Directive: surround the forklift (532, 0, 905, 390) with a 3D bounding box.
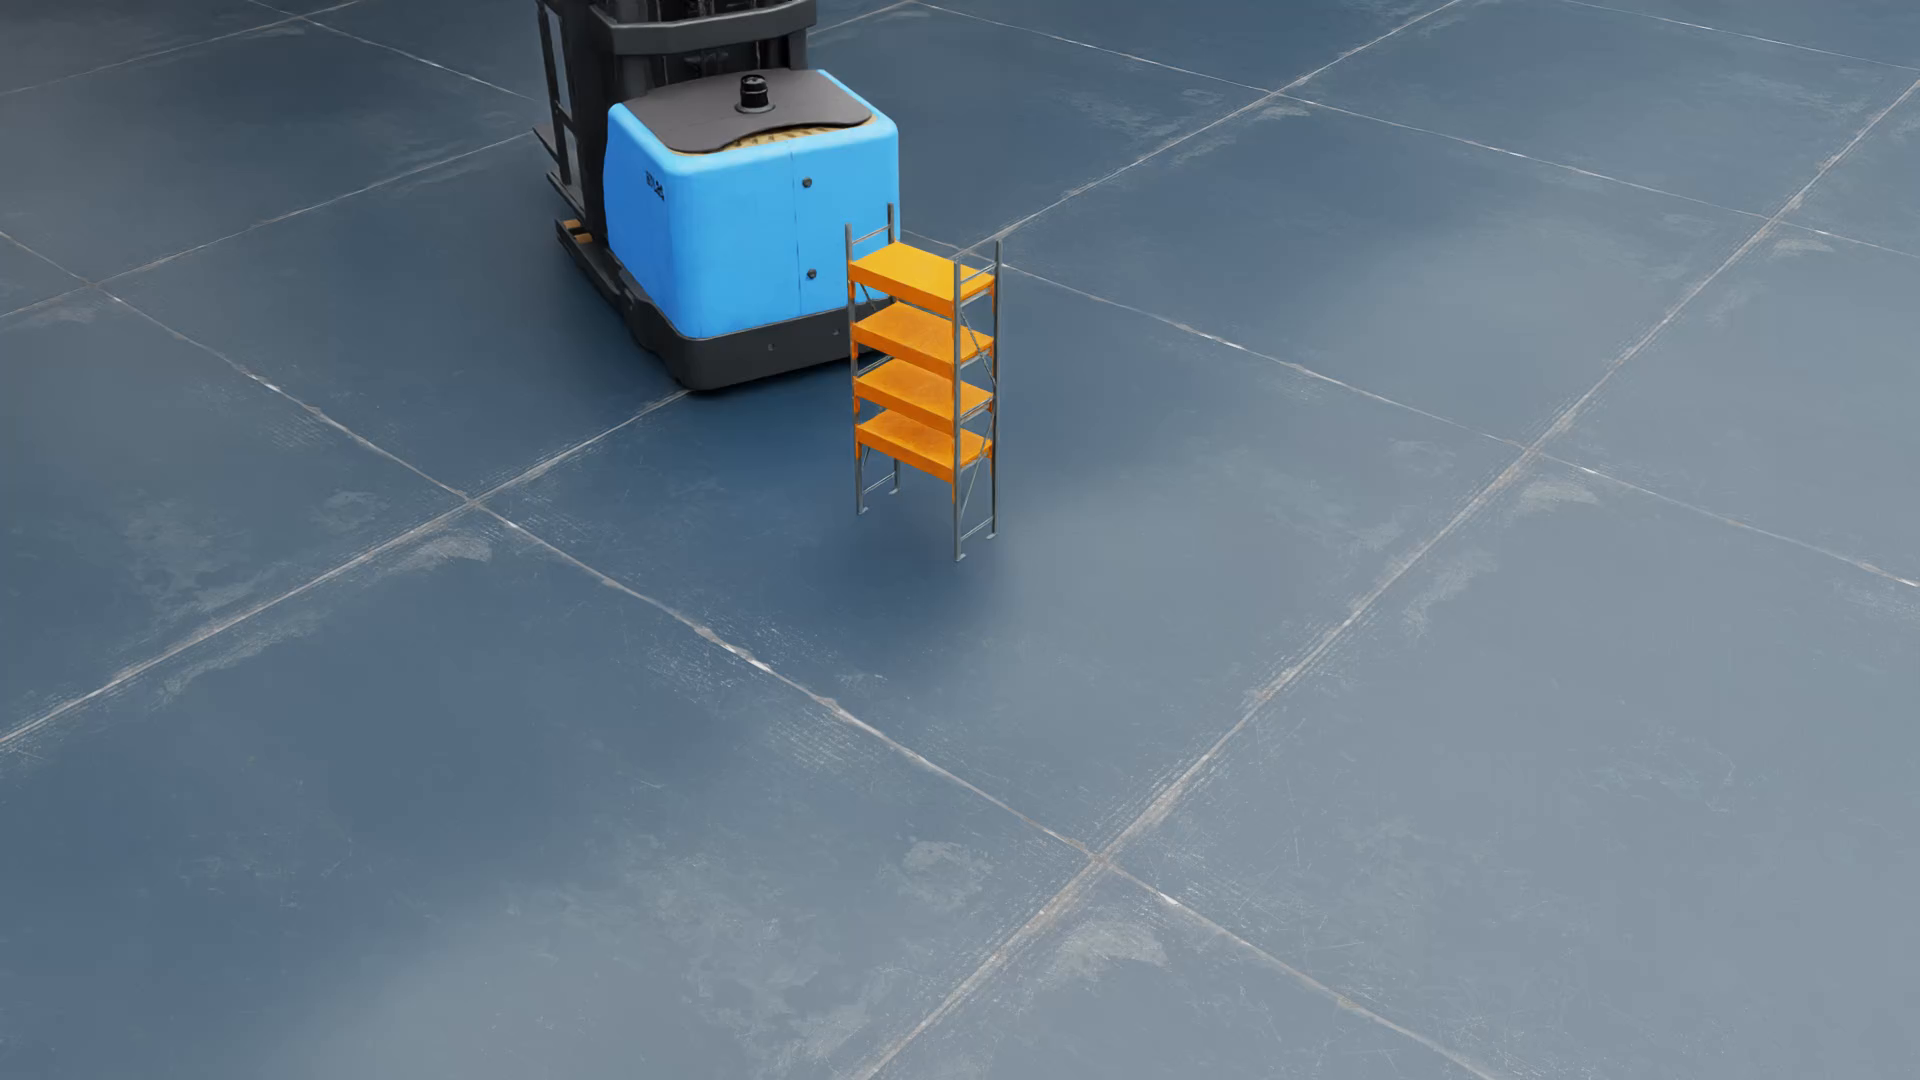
[{"bbox_3d":[-1.370,-2.659,7.533,1.130,2.935,3.031,-16,38,-22],"label":"forklift"}]

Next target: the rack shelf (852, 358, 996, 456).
[{"bbox_3d":[-0.127,-0.499,6.036,0.480,0.148,0.258,25,42,32],"label":"rack shelf"}]

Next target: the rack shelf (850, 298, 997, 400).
[{"bbox_3d":[-0.127,-0.683,5.909,0.480,0.148,0.258,25,42,32],"label":"rack shelf"}]

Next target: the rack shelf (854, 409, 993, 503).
[{"bbox_3d":[-0.127,-0.335,6.148,0.480,0.148,0.258,25,42,32],"label":"rack shelf"}]

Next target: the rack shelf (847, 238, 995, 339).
[{"bbox_3d":[-0.127,-0.878,5.775,0.480,0.148,0.258,25,42,32],"label":"rack shelf"}]

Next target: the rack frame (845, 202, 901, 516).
[{"bbox_3d":[-0.315,-0.643,6.126,0.015,1.200,0.240,25,42,32],"label":"rack frame"}]

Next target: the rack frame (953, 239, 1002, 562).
[{"bbox_3d":[0.060,-0.466,5.869,0.015,1.200,0.240,25,42,32],"label":"rack frame"}]

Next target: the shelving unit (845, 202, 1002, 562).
[{"bbox_3d":[-0.127,-0.555,5.998,0.503,1.200,0.258,25,42,32],"label":"shelving unit"}]
